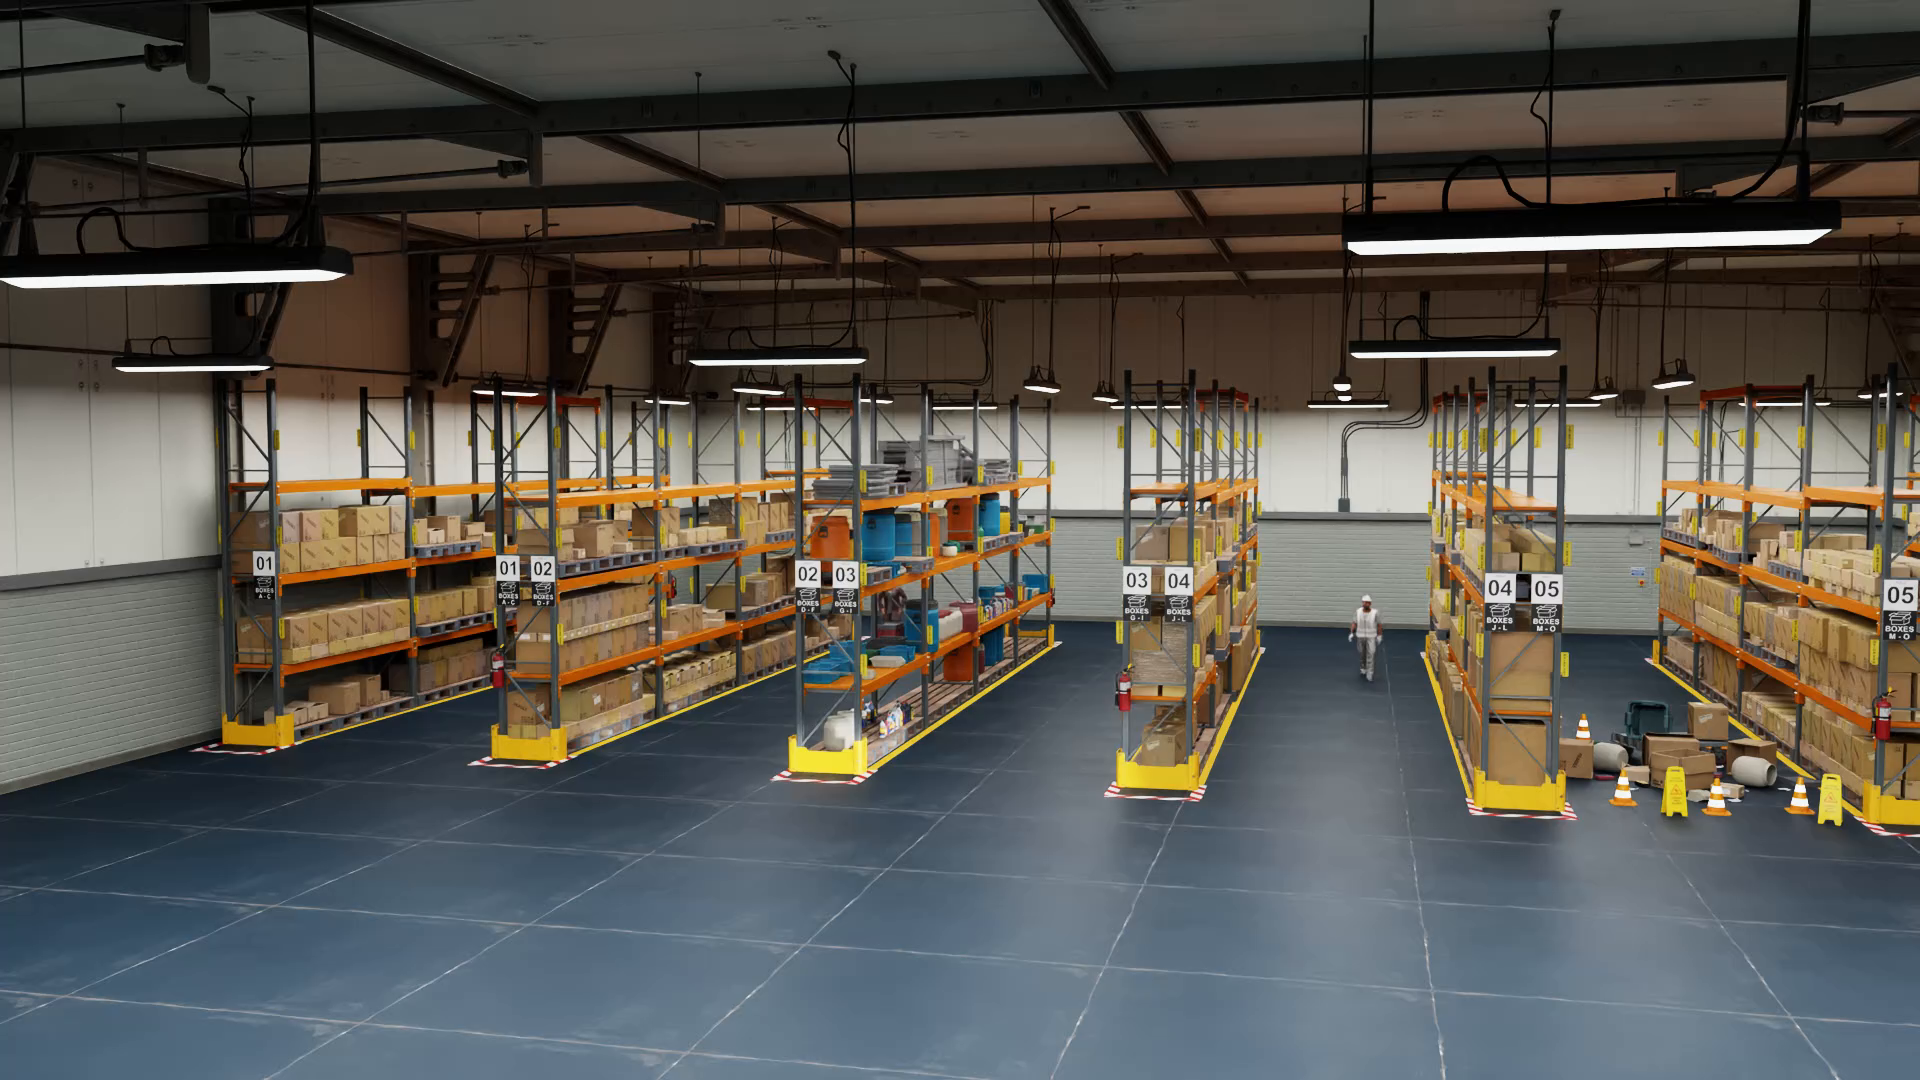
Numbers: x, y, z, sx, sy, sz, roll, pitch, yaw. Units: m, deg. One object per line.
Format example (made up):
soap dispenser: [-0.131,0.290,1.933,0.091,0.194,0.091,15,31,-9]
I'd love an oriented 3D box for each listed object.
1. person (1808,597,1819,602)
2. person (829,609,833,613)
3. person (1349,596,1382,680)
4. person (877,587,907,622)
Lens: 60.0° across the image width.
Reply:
person: [19.191,1.939,37.350,1.002,1.627,0.435,1,4,16]
person: [-3.192,1.459,45.990,0.981,1.536,0.402,1,4,22]
person: [8.505,2.025,34.864,0.662,1.722,1.069,1,4,16]
person: [-1.645,1.745,40.412,0.720,1.686,0.660,1,4,20]
